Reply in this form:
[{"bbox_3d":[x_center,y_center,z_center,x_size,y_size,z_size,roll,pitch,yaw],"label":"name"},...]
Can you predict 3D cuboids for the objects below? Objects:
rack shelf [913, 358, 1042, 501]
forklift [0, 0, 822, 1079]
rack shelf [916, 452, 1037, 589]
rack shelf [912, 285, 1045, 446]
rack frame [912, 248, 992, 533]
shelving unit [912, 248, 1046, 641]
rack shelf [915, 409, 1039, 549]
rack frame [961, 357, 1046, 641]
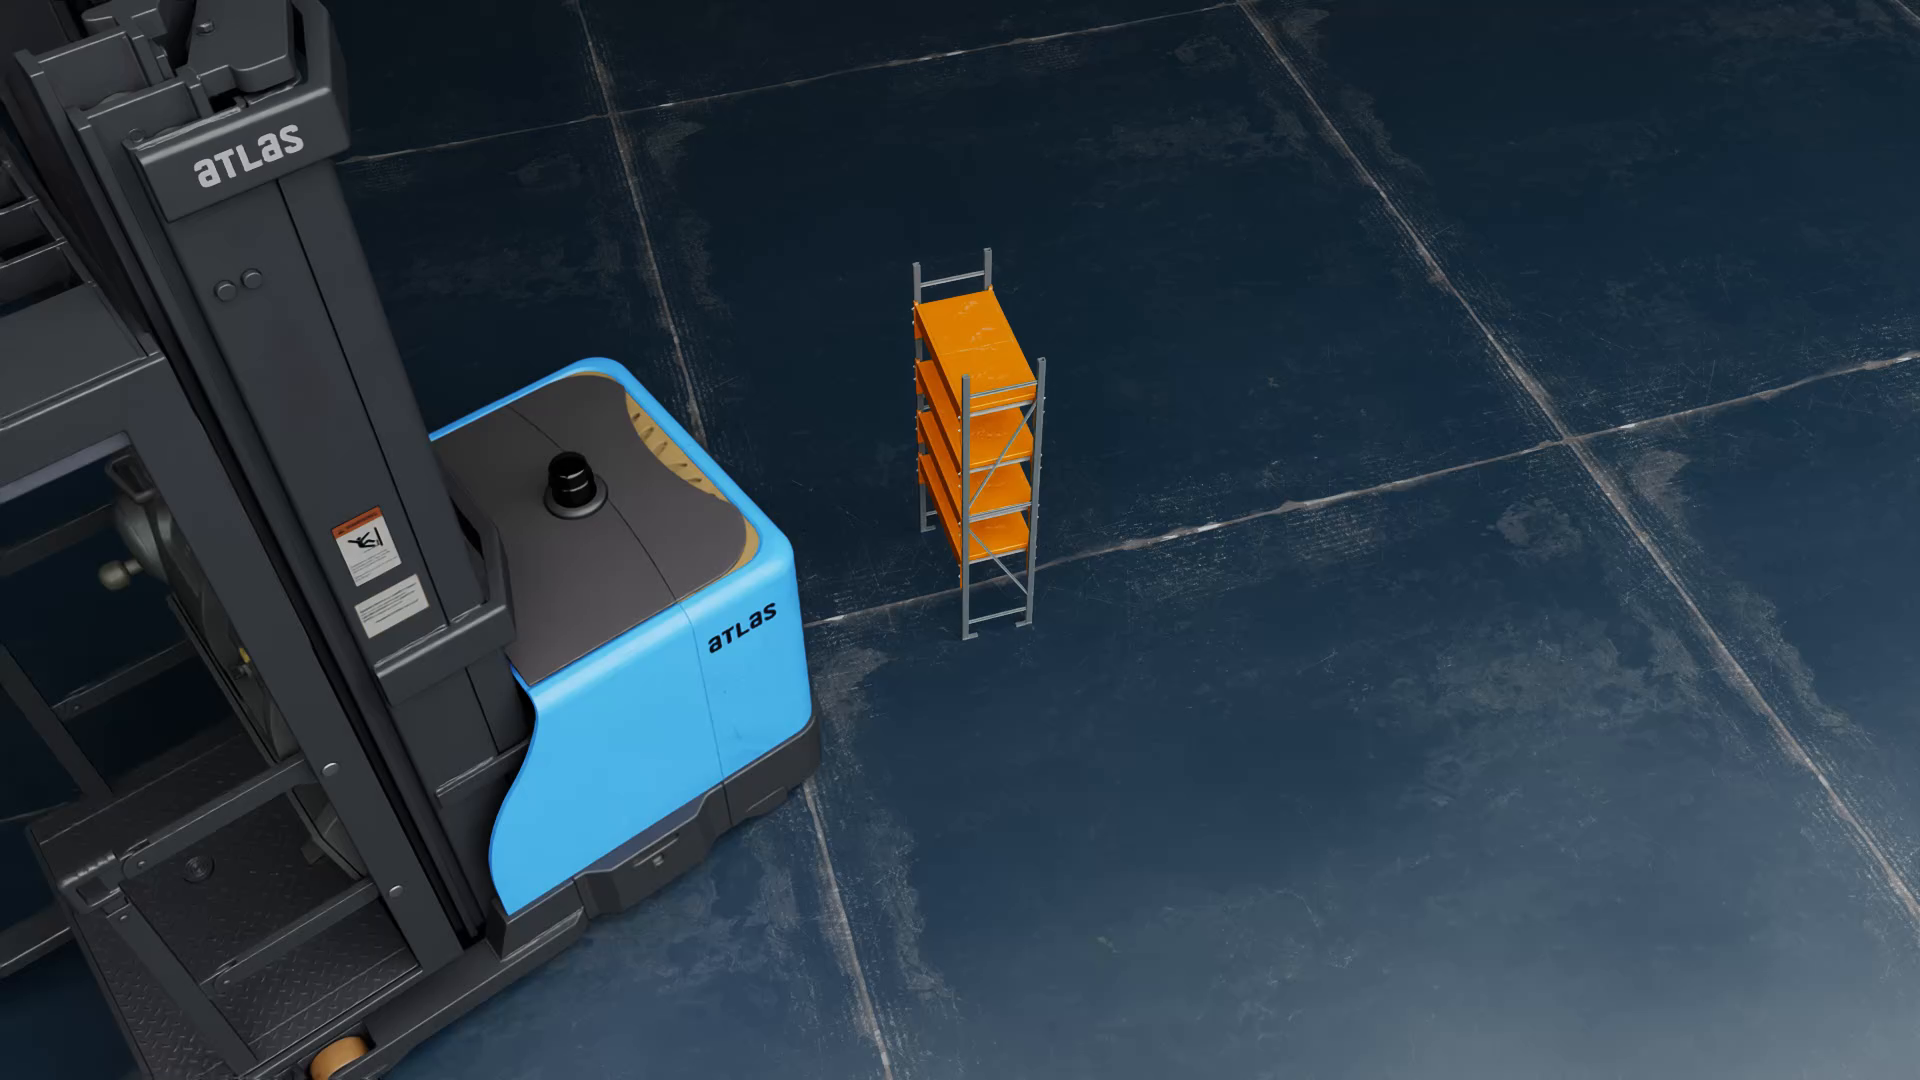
[{"bbox_3d":[0.049,-0.367,5.070,0.258,0.148,0.480,-13,51,-11],"label":"rack shelf"},{"bbox_3d":[-1.892,0.181,3.680,3.031,2.935,1.130,-31,57,-24],"label":"forklift"},{"bbox_3d":[0.049,-0.094,5.393,0.258,0.148,0.480,-13,51,-11],"label":"rack shelf"},{"bbox_3d":[0.049,-0.519,4.889,0.258,0.148,0.480,-13,51,-11],"label":"rack shelf"},{"bbox_3d":[-0.023,-0.444,5.340,0.240,1.200,0.015,-13,51,-11],"label":"rack frame"},{"bbox_3d":[0.049,-0.266,5.189,0.258,1.200,0.503,-13,51,-11],"label":"shelving unit"},{"bbox_3d":[0.049,-0.222,5.241,0.258,0.148,0.480,-13,51,-11],"label":"rack shelf"},{"bbox_3d":[0.121,-0.088,5.039,0.240,1.200,0.015,-13,51,-11],"label":"rack frame"}]
